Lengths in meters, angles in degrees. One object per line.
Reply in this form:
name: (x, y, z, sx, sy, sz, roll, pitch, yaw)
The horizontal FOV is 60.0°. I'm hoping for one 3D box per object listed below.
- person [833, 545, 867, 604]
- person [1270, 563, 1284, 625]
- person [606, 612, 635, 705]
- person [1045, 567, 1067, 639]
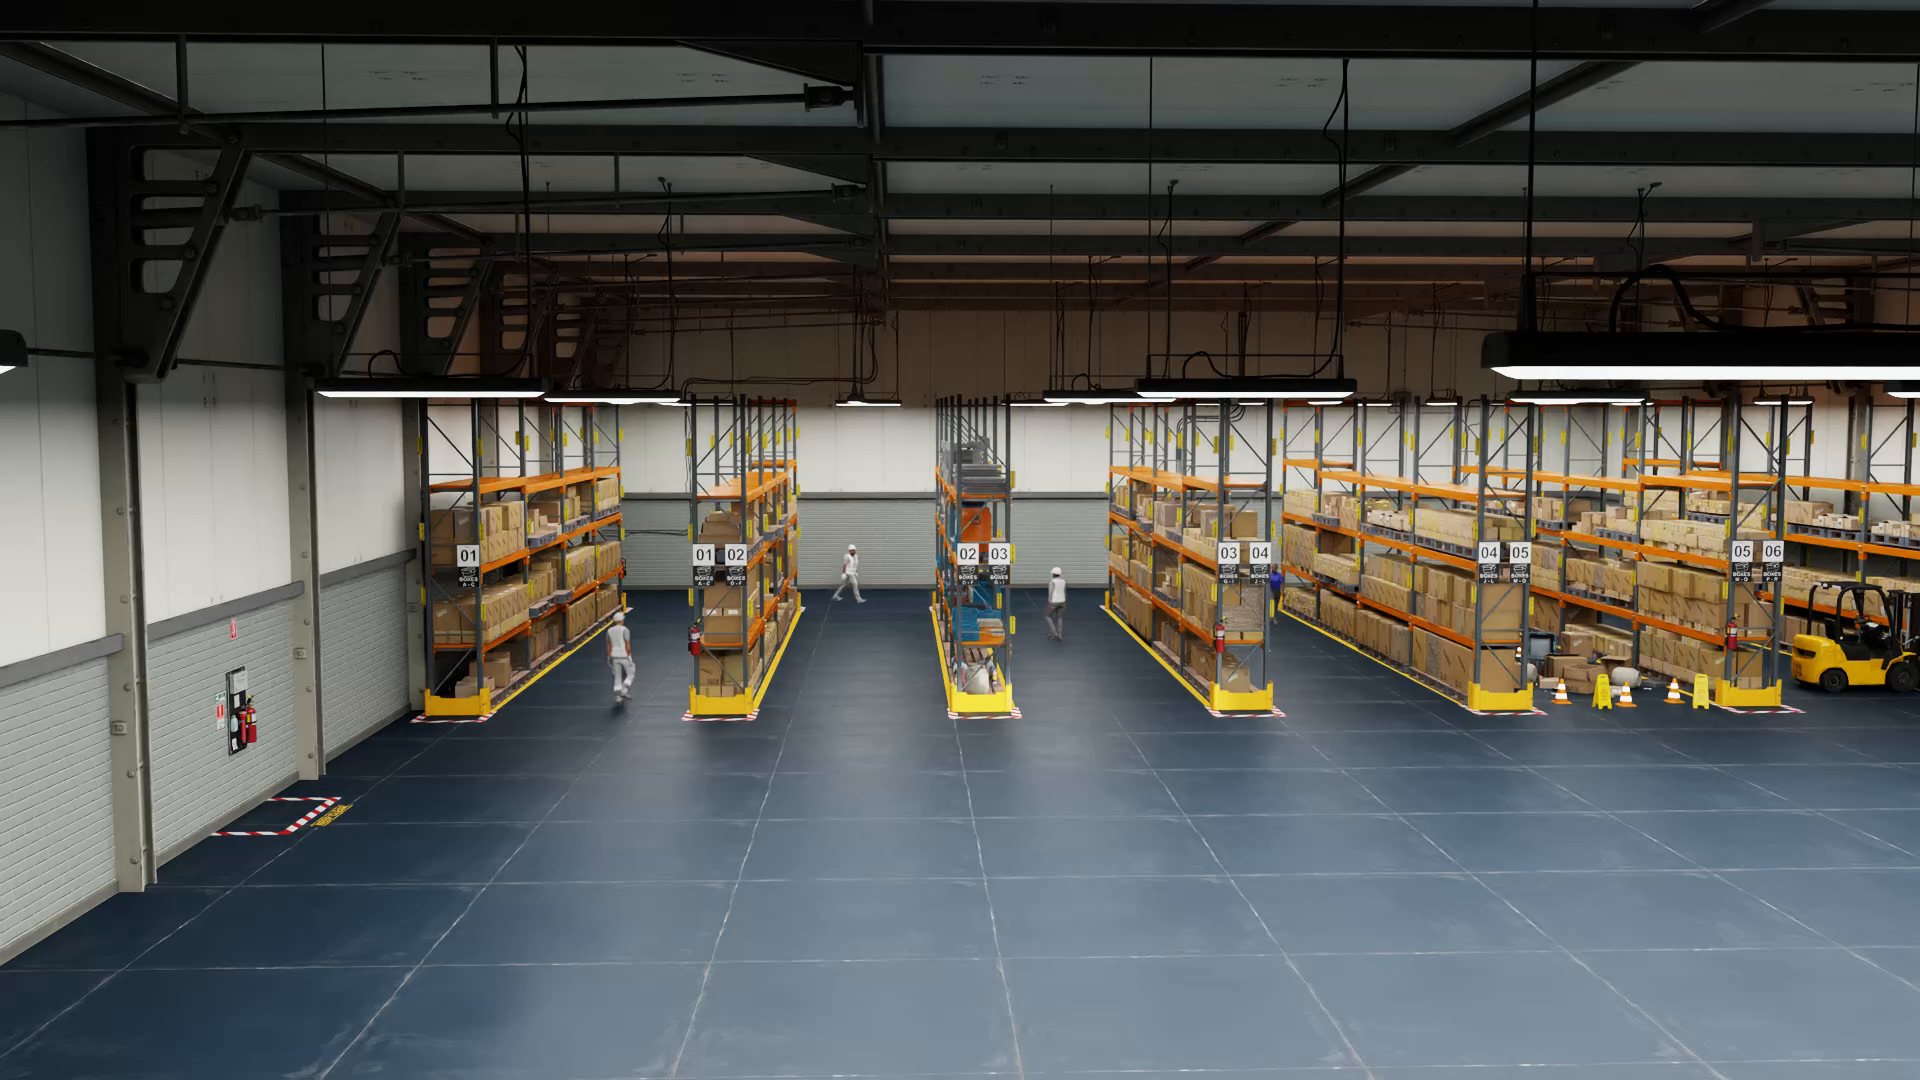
person: (-3.238, 0.999, 49.179, 1.139, 1.725, 0.522, 1, 5, 17)
person: (8.403, 1.417, 44.330, 0.442, 1.591, 1.035, 0, 5, -3)
person: (-6.598, 2.295, 32.231, 0.579, 1.777, 0.526, 1, 5, 9)
person: (2.407, 1.572, 41.577, 0.569, 1.788, 0.397, -3, 5, -32)
